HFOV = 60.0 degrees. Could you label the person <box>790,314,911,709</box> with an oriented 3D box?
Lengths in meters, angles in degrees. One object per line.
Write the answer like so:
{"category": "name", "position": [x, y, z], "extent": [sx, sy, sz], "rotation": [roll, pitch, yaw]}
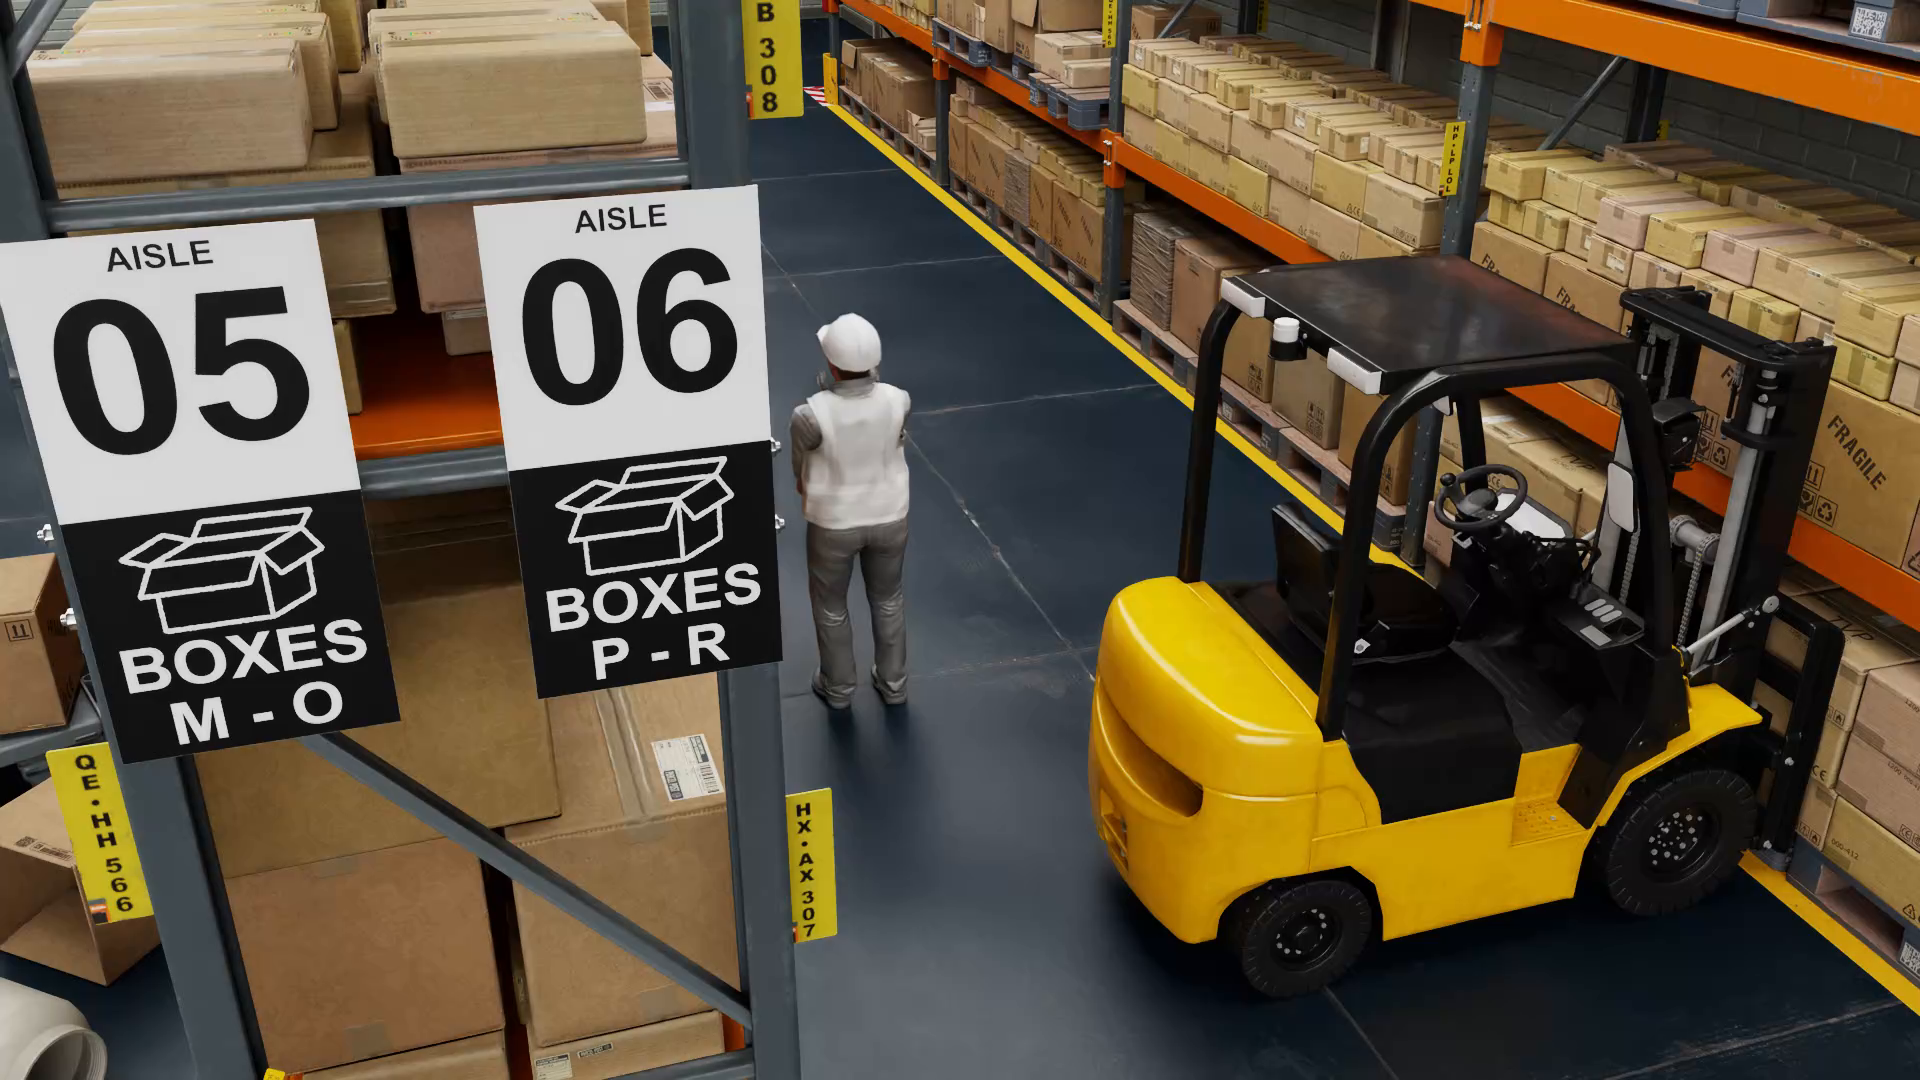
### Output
{"category": "person", "position": [-0.469, -0.134, 6.867], "extent": [0.490, 1.762, 0.565], "rotation": [-10, 28, -19]}
